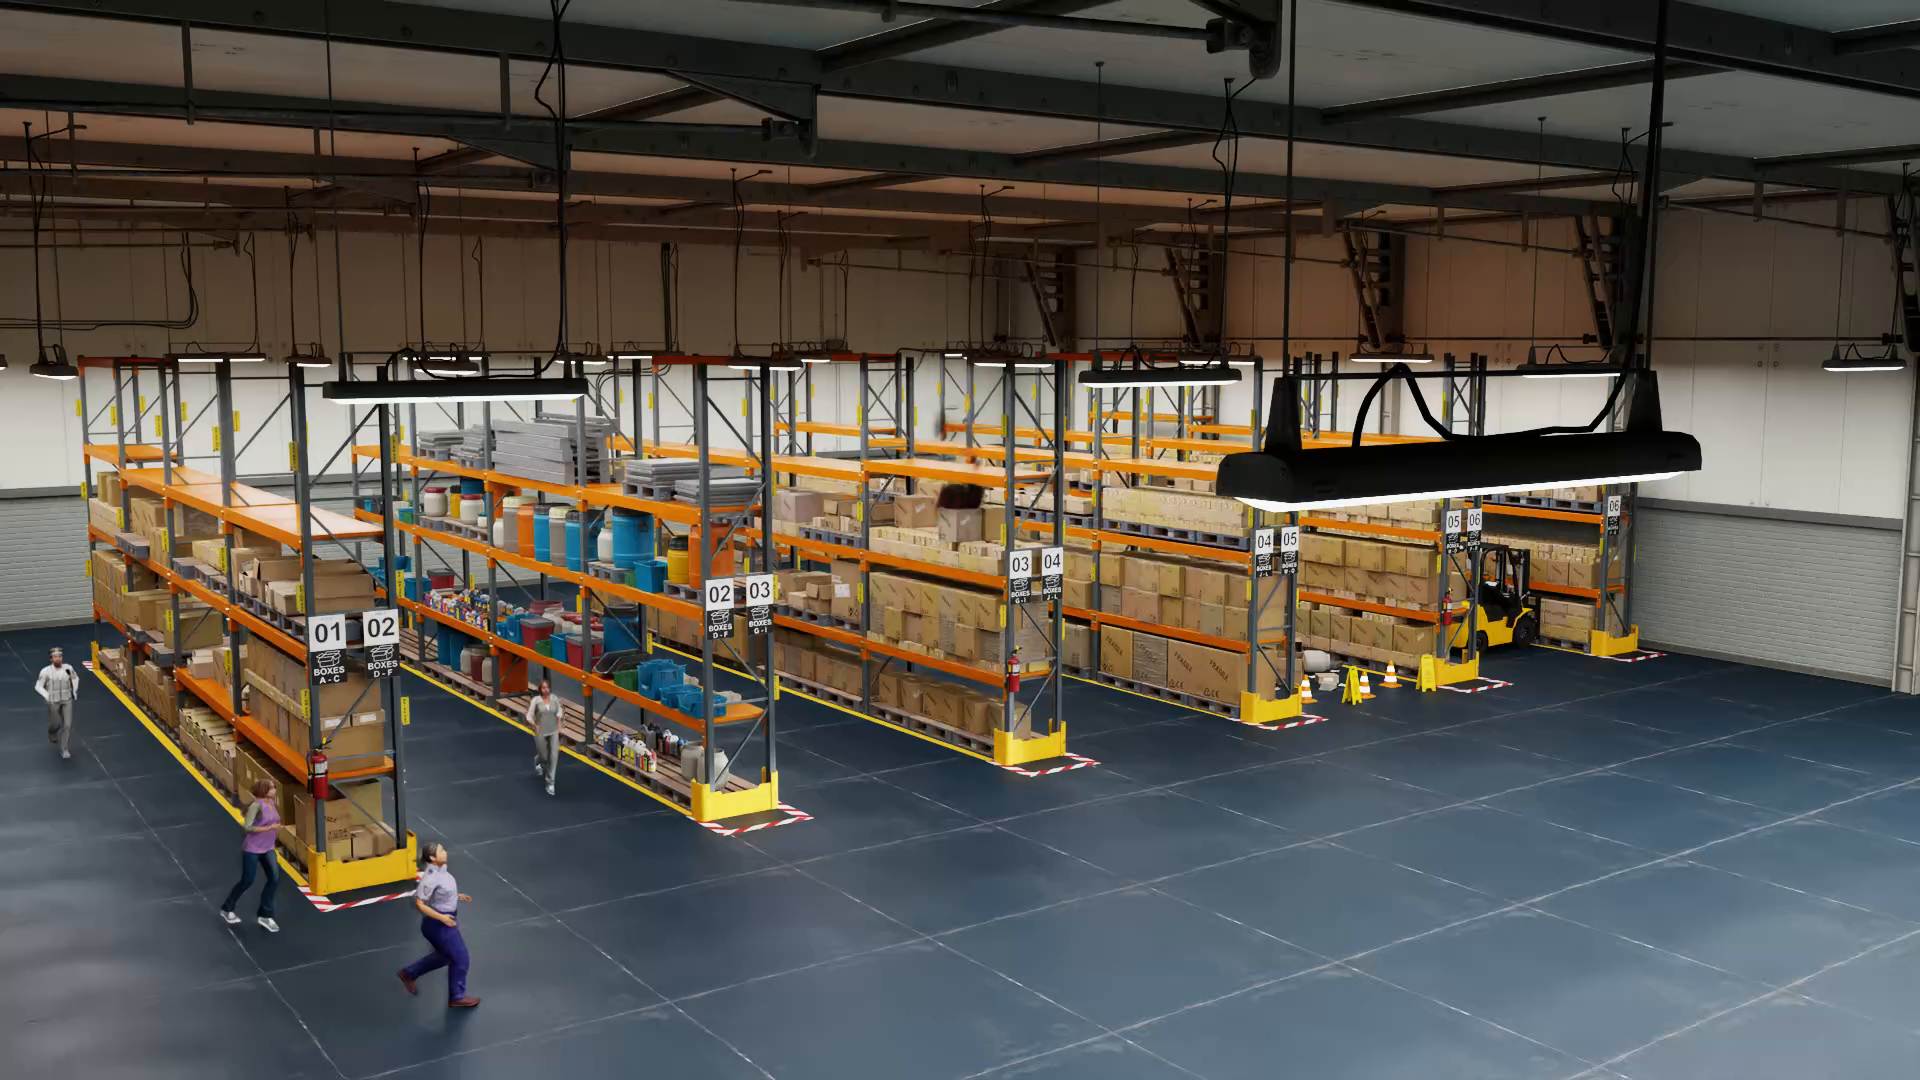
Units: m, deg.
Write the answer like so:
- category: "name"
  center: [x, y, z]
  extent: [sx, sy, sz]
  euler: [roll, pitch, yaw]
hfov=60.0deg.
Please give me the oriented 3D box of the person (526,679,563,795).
- category: "person"
  center: [-5.827, 2.733, 23.395]
  extent: [0.537, 1.587, 0.751]
  euler: [-4, 8, -27]

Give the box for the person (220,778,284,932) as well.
- category: "person"
  center: [-7.592, 3.375, 18.010]
  extent: [0.712, 1.603, 0.563]
  euler: [2, 7, 18]

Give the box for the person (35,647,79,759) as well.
- category: "person"
  center: [-13.720, 2.449, 25.331]
  extent: [0.623, 1.680, 0.765]
  euler: [-6, 9, -39]

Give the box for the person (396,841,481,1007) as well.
- category: "person"
  center: [-4.960, 3.635, 15.728]
  extent: [0.768, 1.607, 0.618]
  euler: [-2, 7, -13]
